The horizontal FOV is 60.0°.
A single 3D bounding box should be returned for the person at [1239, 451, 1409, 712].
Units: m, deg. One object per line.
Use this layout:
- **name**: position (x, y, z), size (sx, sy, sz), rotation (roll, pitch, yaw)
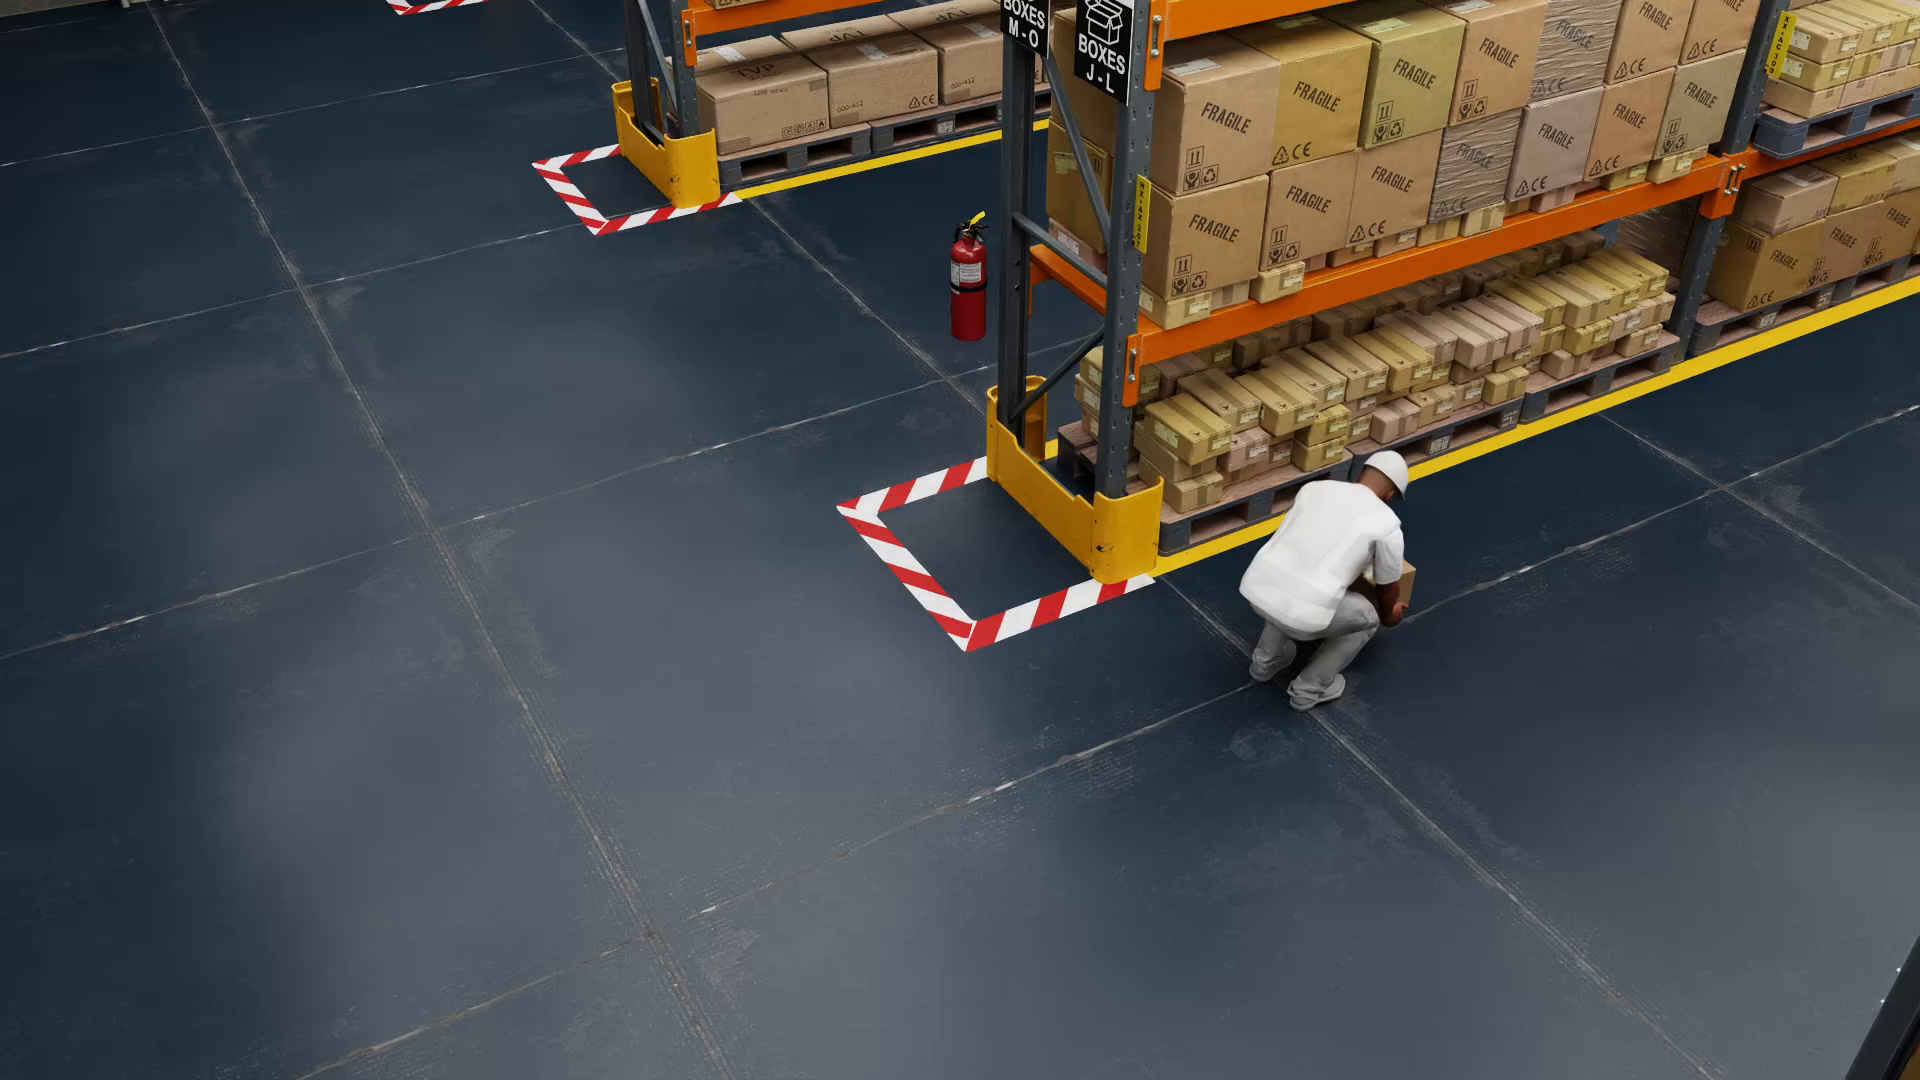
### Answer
- **person**: position (1.610, 0.171, 7.317), size (0.924, 1.011, 0.532), rotation (-27, 44, -32)
